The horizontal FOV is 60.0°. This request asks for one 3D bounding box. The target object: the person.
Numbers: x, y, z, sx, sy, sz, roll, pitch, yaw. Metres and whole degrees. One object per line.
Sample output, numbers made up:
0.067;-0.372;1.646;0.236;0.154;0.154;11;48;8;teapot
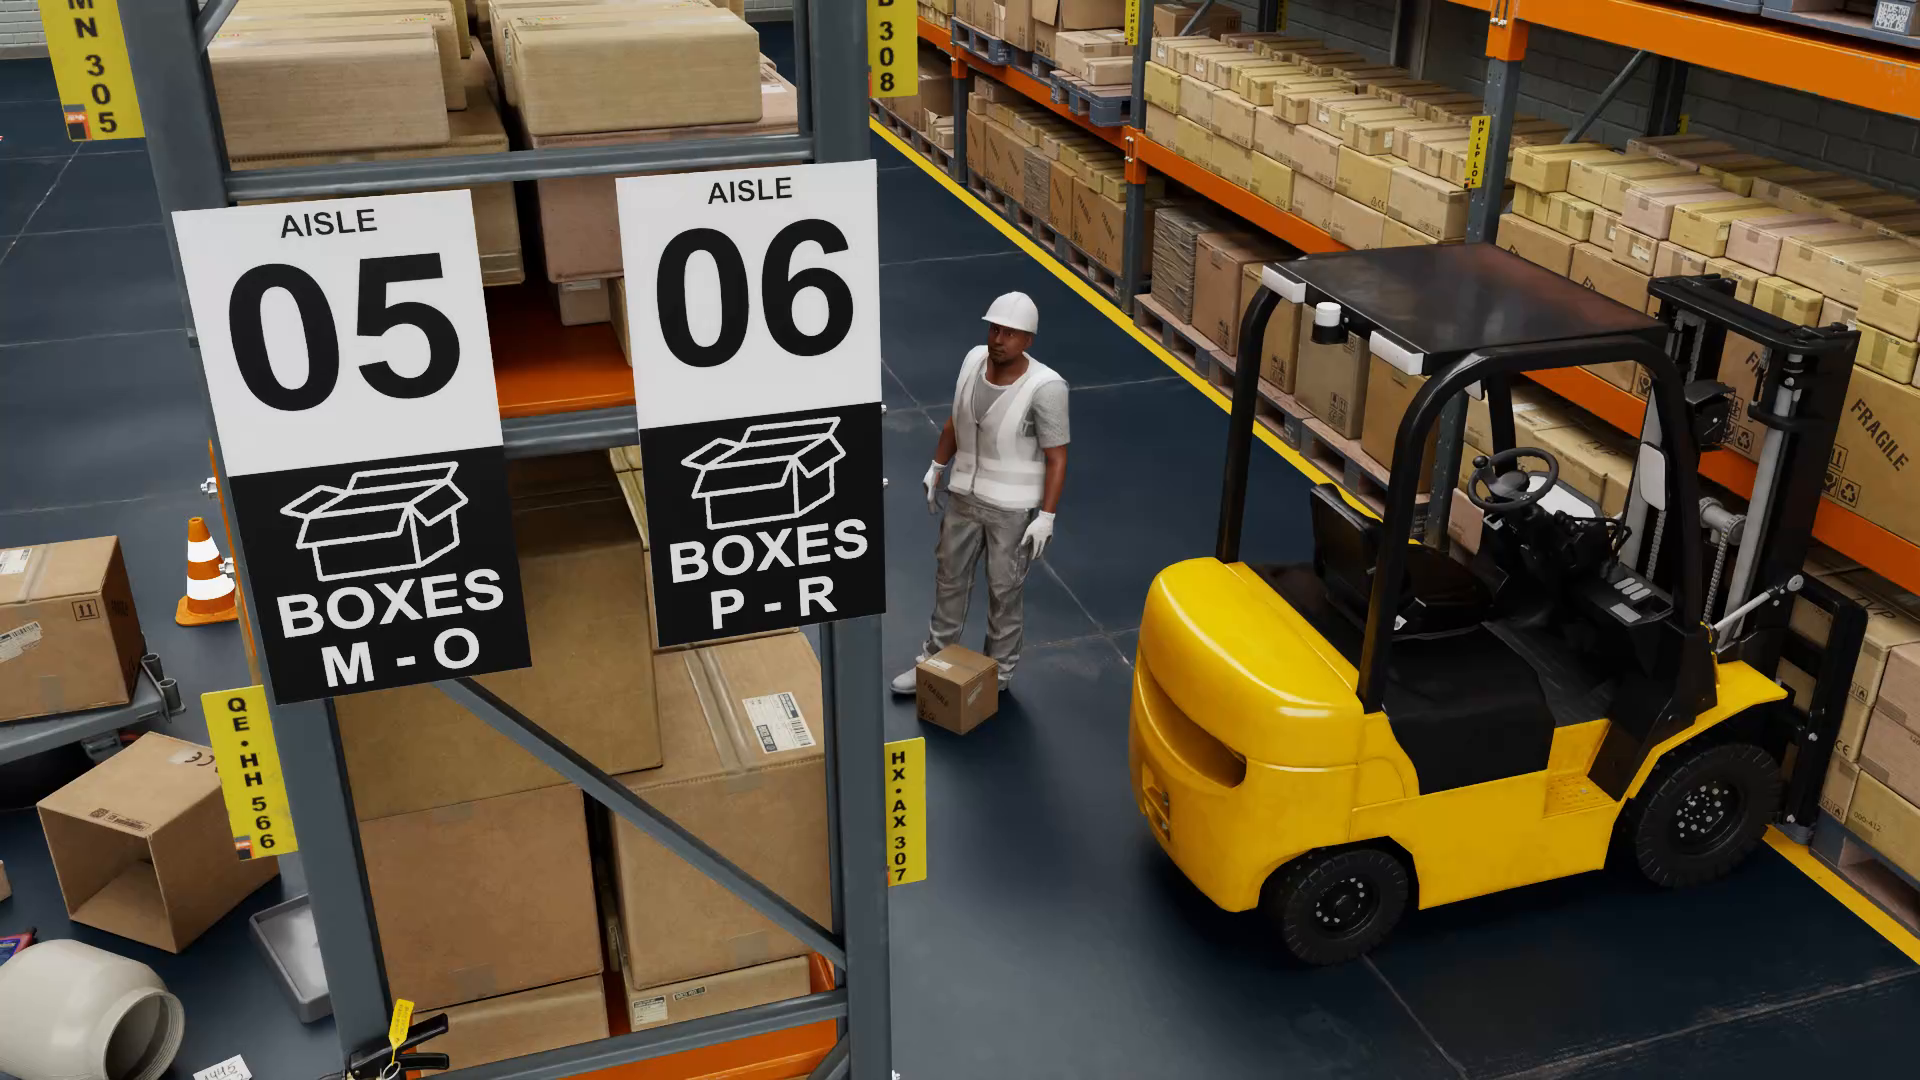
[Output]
0.092;-0.141;6.858;0.656;1.785;0.575;21;33;36;person
